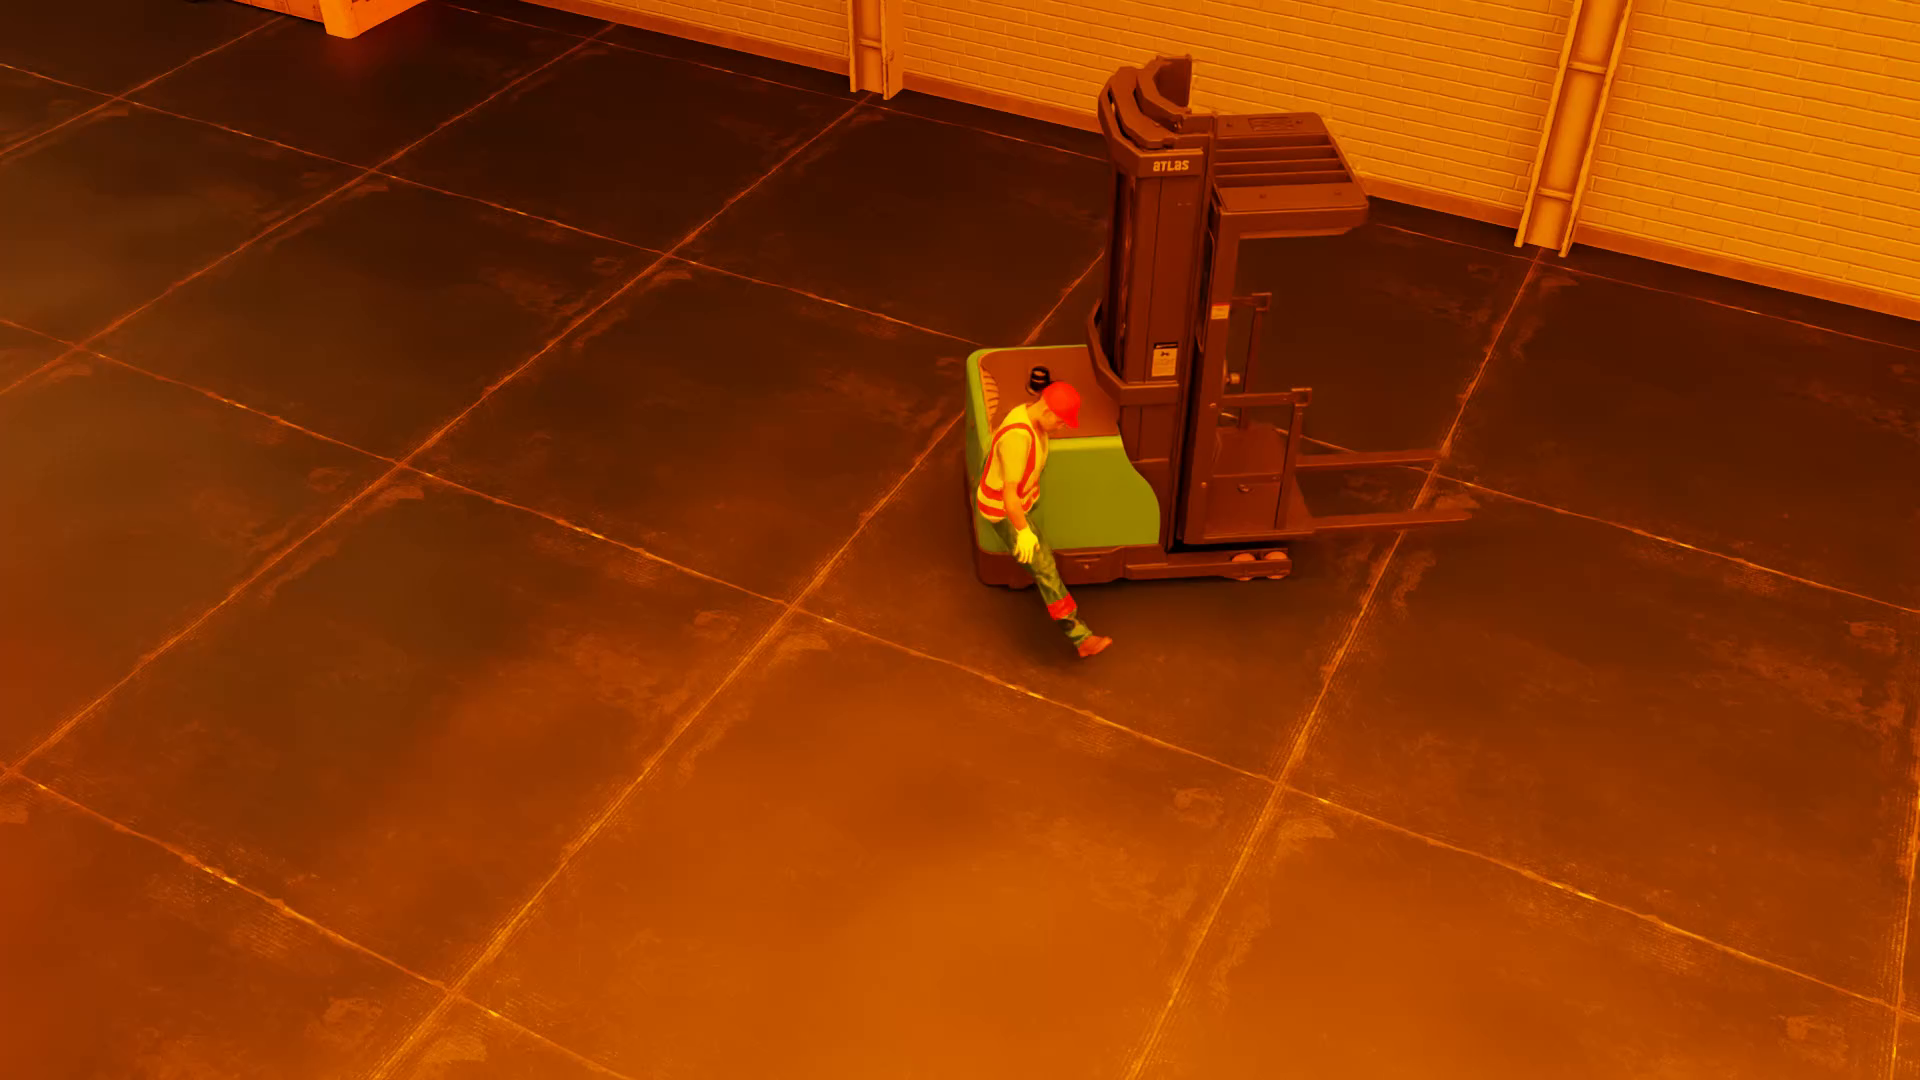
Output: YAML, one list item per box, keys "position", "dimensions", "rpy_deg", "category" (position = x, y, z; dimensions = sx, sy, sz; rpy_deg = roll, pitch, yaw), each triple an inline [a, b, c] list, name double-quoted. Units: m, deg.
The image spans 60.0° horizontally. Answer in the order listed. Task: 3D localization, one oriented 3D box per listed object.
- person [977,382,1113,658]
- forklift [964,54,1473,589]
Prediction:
- position: [0.616, -0.264, 9.394]
  dimensions: [1.045, 1.451, 1.137]
  rpy_deg: [19, 44, 21]
  category: "person"
- position: [1.571, -1.215, 9.429]
  dimensions: [3.031, 2.935, 1.130]
  rpy_deg: [-3, 40, -4]
  category: "forklift"
